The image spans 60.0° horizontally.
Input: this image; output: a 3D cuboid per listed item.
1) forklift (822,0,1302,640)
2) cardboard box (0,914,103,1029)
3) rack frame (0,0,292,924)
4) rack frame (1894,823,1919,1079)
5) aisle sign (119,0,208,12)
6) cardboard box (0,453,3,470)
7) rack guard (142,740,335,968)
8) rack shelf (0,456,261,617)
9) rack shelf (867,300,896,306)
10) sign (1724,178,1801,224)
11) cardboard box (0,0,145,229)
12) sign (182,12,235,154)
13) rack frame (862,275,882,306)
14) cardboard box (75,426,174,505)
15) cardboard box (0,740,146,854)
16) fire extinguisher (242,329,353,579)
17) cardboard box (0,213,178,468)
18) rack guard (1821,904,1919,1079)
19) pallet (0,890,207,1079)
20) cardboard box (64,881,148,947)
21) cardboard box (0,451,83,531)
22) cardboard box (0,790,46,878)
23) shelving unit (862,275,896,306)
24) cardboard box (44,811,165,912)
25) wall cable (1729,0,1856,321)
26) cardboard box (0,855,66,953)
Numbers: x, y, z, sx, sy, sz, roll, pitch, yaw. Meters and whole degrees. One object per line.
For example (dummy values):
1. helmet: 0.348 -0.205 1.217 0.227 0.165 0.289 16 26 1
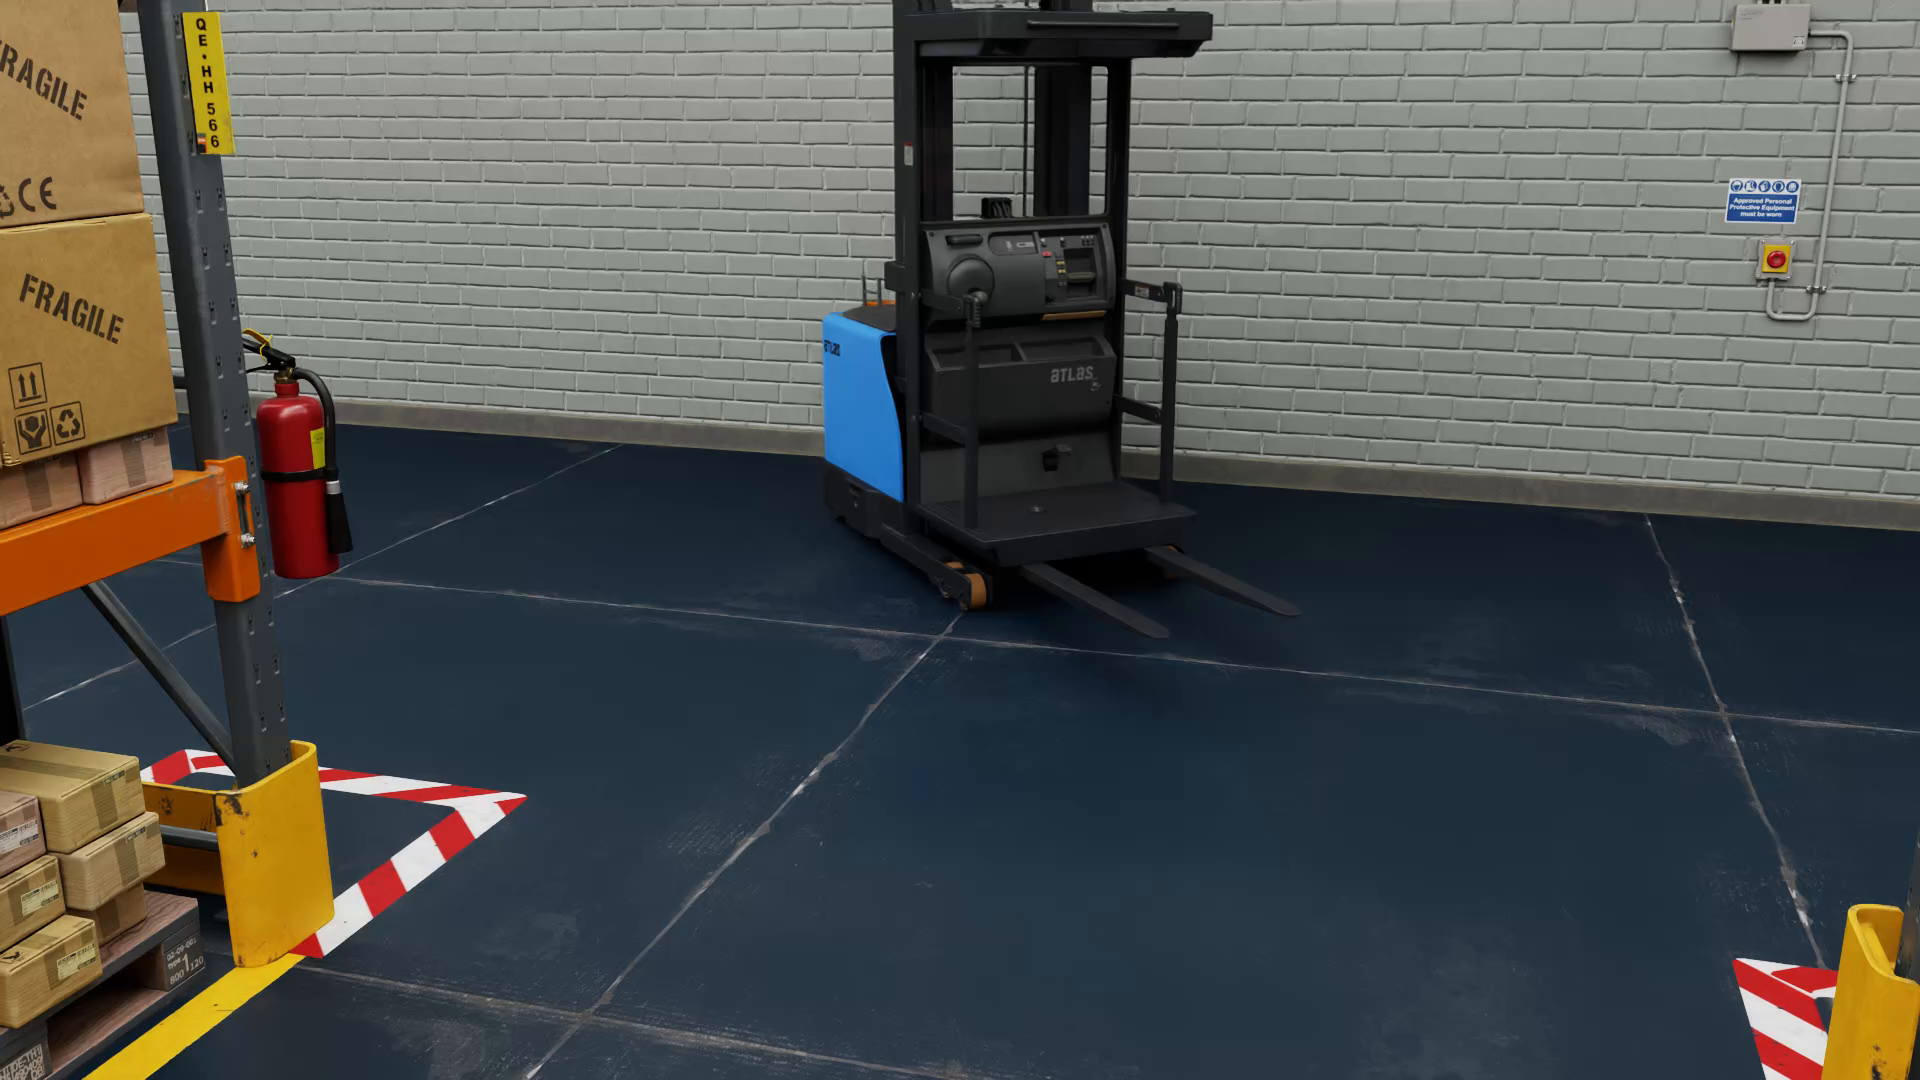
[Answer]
1. forklift: 0.377 -1.238 7.324 1.130 2.935 3.031 -8 17 -25
2. cardboard box: -2.240 0.974 3.854 0.380 0.149 0.250 5 17 18
3. rack frame: -2.315 -0.425 4.330 1.000 3.000 0.127 5 16 16
4. rack frame: 2.463 -0.067 3.069 0.949 2.616 0.053 5 16 16
5. aisle sign: -2.006 -1.671 3.961 0.394 0.787 0.004 5 16 16
6. cardboard box: -2.347 -0.344 3.317 0.500 0.500 0.500 4 16 15
7. rack guard: -2.336 0.798 4.601 1.175 0.500 0.348 5 16 16
8. rack shelf: -2.883 0.445 2.583 1.077 0.370 4.000 5 16 16
9. rack shelf: -0.246 -1.228 8.996 0.480 0.148 0.258 -7 14 -24
10. sign: 4.011 -1.694 8.310 0.327 0.218 0.001 5 16 16
11. cardboard box: -2.206 -0.958 3.649 0.500 0.500 0.500 4 16 15
12. sign: -1.788 -1.086 3.959 0.100 0.325 0.005 5 16 16
13. rack frame: -0.459 -0.817 8.985 0.015 1.200 0.240 -7 14 -24
14. cardboard box: -2.136 -0.197 3.986 0.380 0.149 0.250 5 16 16
15. cardboard box: -2.222 0.617 4.023 0.380 0.149 0.250 5 17 17
16. fire extinguisher: -1.800 -0.238 4.498 0.296 0.674 0.183 5 16 16
17. cardboard box: -2.195 -0.478 3.791 0.500 0.500 0.500 5 17 17
18. rack guard: 2.467 1.129 3.433 1.175 0.500 0.348 5 16 16
19. pallet: -2.601 1.146 3.901 1.003 0.211 1.213 5 16 16
20. cardboard box: -2.264 0.899 4.119 0.380 0.149 0.250 5 17 17
21. cardboard box: -2.243 -0.135 3.767 0.380 0.149 0.250 5 16 16
22. cardboard box: -2.348 0.678 3.807 0.380 0.149 0.250 5 17 17
23. shelving unit: -0.237 -0.845 9.084 0.503 1.200 0.258 -7 14 -24
24. cardboard box: -2.191 0.762 4.056 0.380 0.149 0.250 4 16 14
25. wall cable: 4.040 -2.048 8.134 0.585 1.953 0.123 5 16 16
26. cardboard box: -2.317 0.826 3.830 0.380 0.149 0.250 4 16 15
